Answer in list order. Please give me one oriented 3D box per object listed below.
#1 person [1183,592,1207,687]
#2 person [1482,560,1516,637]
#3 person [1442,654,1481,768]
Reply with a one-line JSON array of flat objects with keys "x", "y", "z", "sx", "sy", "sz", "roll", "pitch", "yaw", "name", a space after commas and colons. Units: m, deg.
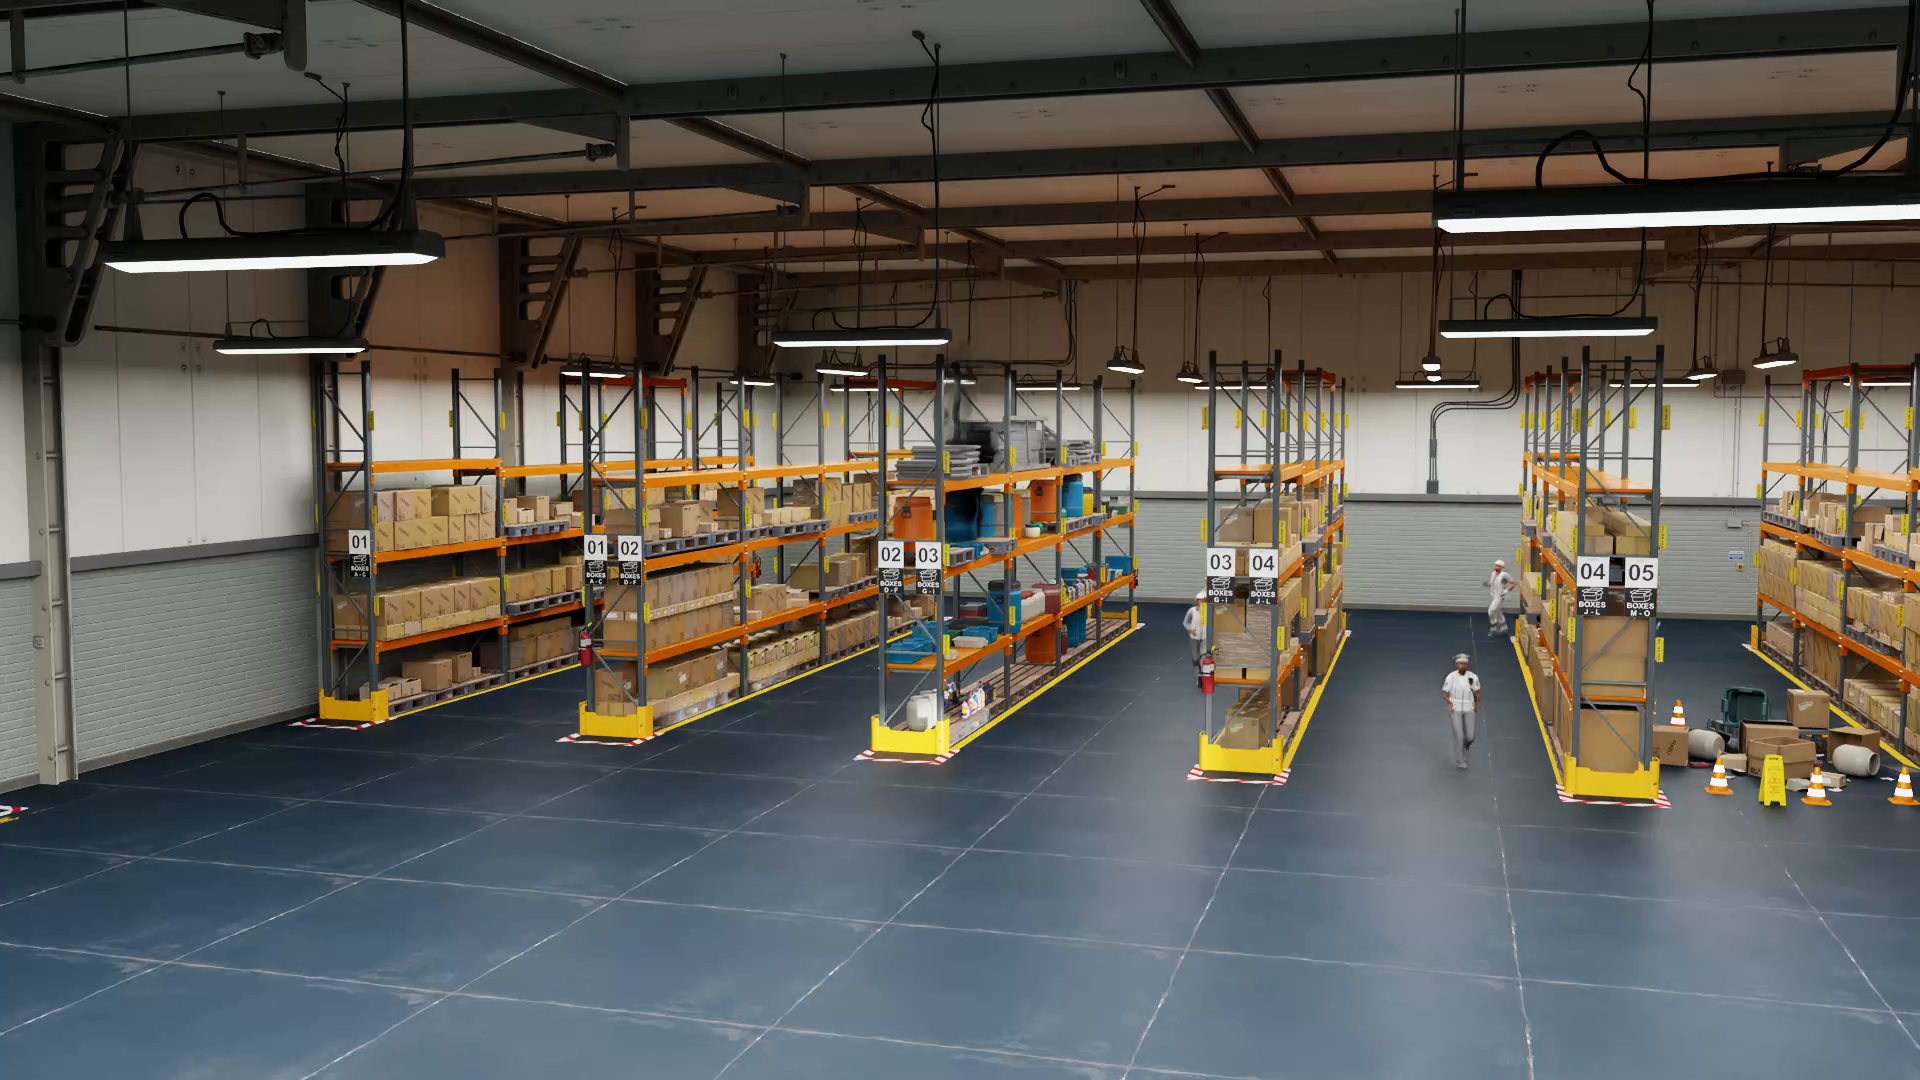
[{"x": 4.590, "y": 1.867, "z": 31.685, "sx": 0.682, "sy": 1.768, "sz": 0.955, "roll": 1, "pitch": 4, "yaw": 8, "name": "person"}, {"x": 12.478, "y": 1.371, "z": 38.537, "sx": 0.744, "sy": 1.828, "sz": 0.652, "roll": -1, "pitch": 4, "yaw": -14, "name": "person"}, {"x": 7.259, "y": 2.457, "z": 24.052, "sx": 0.555, "sy": 1.654, "sz": 0.530, "roll": 1, "pitch": 4, "yaw": 11, "name": "person"}]
